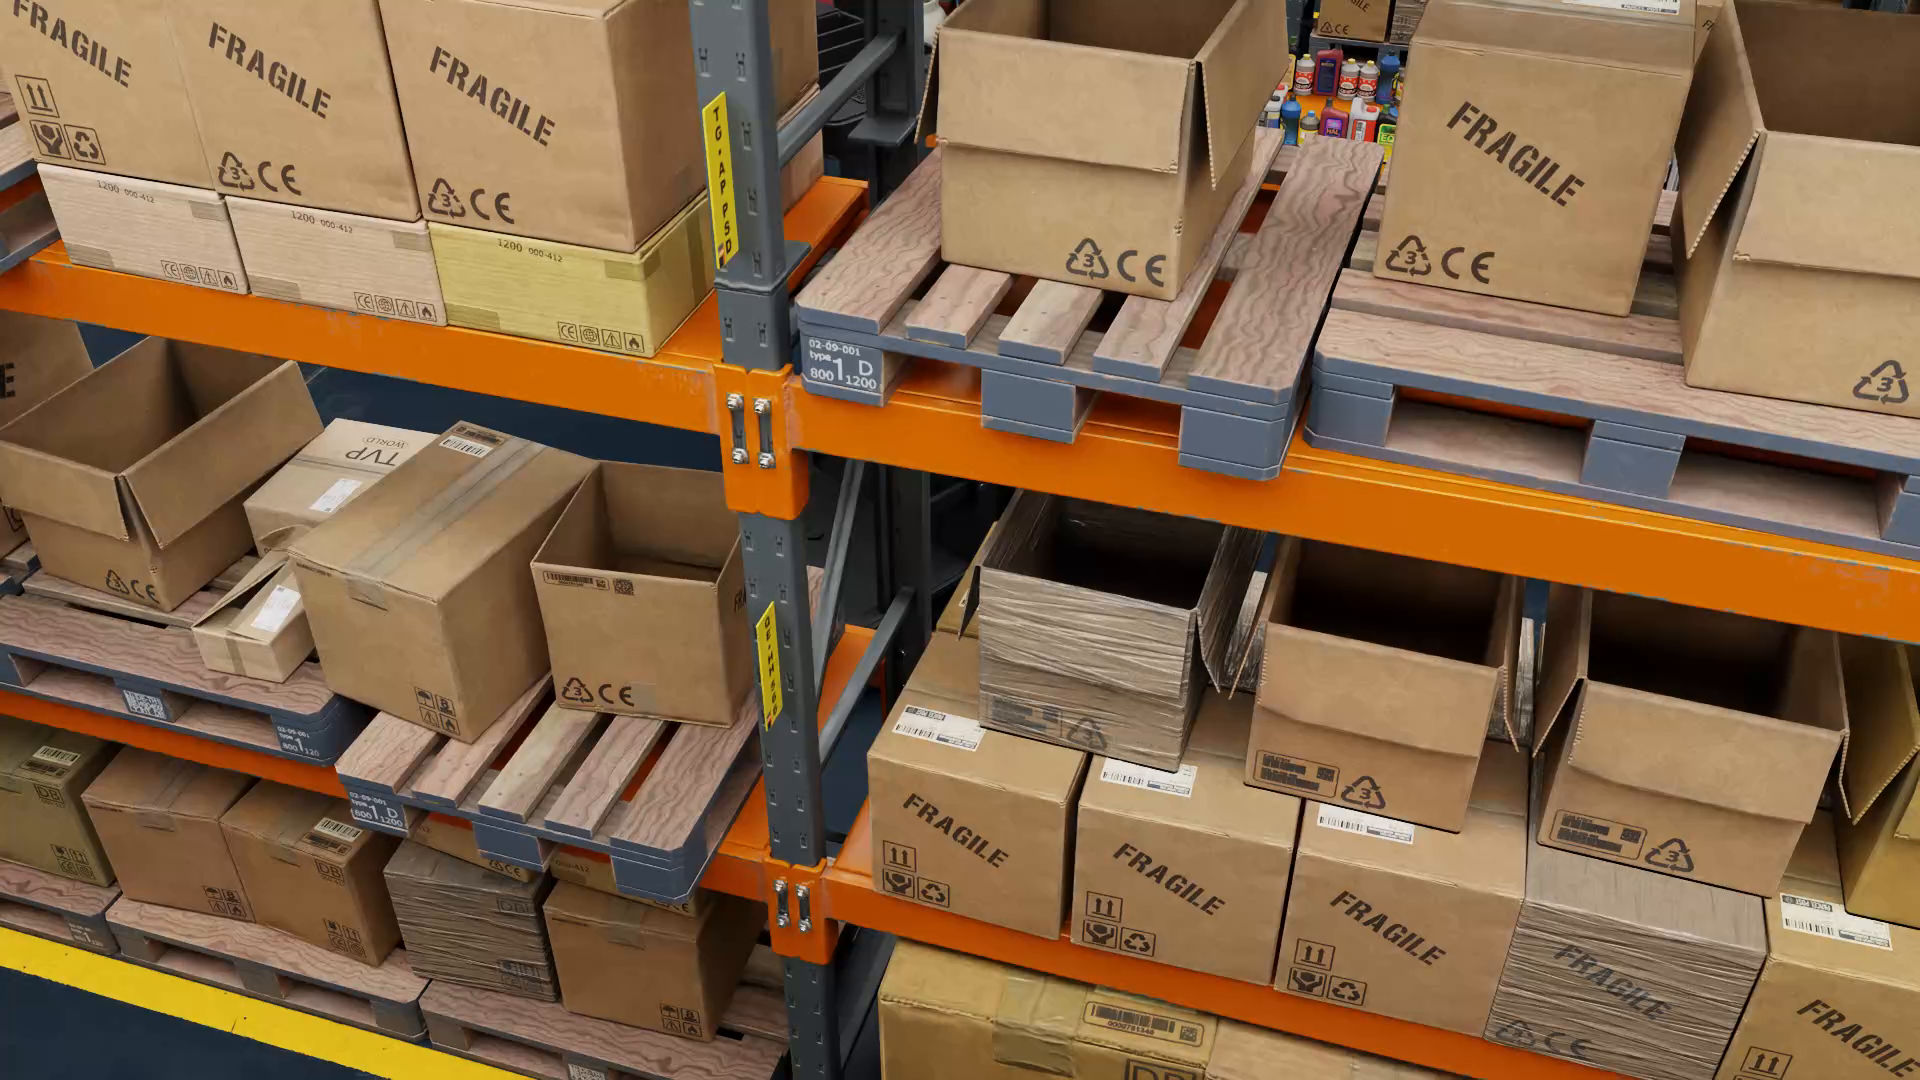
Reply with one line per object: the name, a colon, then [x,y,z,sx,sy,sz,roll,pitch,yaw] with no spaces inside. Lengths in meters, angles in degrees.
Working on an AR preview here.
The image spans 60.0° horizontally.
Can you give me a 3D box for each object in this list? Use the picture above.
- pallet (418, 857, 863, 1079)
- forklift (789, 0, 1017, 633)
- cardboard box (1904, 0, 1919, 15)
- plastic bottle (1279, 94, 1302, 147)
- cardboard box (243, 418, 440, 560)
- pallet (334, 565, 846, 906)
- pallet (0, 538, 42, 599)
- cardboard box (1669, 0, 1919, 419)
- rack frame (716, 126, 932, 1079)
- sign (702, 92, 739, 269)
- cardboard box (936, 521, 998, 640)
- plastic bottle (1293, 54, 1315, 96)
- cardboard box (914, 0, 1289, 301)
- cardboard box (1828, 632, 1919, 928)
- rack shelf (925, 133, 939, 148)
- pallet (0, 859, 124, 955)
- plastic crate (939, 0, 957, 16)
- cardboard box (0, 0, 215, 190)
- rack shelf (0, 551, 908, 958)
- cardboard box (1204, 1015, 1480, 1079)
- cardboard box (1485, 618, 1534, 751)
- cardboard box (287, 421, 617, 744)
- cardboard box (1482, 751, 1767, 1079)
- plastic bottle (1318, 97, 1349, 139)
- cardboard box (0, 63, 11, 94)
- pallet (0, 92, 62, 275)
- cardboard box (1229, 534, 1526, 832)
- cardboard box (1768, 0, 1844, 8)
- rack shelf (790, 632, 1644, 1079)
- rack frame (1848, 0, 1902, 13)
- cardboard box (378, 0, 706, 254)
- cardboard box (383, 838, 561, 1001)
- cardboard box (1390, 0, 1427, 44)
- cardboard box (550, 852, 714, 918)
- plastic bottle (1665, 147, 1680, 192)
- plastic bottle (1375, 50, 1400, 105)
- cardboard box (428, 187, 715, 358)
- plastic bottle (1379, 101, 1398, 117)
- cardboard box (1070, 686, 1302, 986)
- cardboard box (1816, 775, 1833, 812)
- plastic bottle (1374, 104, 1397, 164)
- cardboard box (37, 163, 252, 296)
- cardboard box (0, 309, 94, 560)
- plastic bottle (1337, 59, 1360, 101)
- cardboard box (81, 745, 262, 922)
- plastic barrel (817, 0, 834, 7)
pallet: [-1.038,1.408,5.659,1.213,0.211,1.003,10,38,14]
forklift: [-0.451,-0.925,6.534,3.031,2.935,1.130,-29,45,-34]
cardboard box: [7.112,-3.704,11.989,0.500,0.500,0.500,10,38,14]
plastic bottle: [1.604,-2.031,8.088,0.097,0.271,0.097,0,36,0]
cardboard box: [-1.823,-0.111,5.143,0.500,0.250,0.500,9,37,13]
pallet: [-1.004,0.435,4.790,1.003,0.211,1.213,10,38,14]
pallet: [-3.424,0.011,5.366,1.213,0.211,1.003,10,38,14]
cardboard box: [1.664,-0.646,3.125,0.637,0.503,0.797,10,38,13]
rack frame: [-0.292,0.424,4.644,0.127,3.000,1.000,10,38,14]
sign: [-0.456,-0.686,3.185,0.005,0.325,0.100,10,38,14]
cardboard box: [0.253,0.331,4.686,0.500,0.500,0.500,12,38,15]
plastic bottle: [1.803,-2.438,8.699,0.097,0.201,0.097,0,36,0]
cardboard box: [0.312,-0.928,3.508,0.637,0.503,0.797,13,38,17]
cardboard box: [2.262,0.450,3.677,0.637,0.503,0.797,11,38,14]
rack shelf: [-0.724,-2.442,9.145,4.000,0.370,1.077,10,38,14]
pallet: [-3.367,0.977,6.245,1.213,0.211,1.003,10,38,14]
plastic crate: [-0.266,-2.863,9.055,0.583,0.464,0.402,10,38,14]
cardboard box: [-1.783,-1.149,3.744,0.500,0.500,0.500,11,38,15]
rack shelf: [-2.201,0.360,5.337,4.000,0.370,1.077,10,38,14]
cardboard box: [1.209,1.406,4.747,0.875,0.875,1.225,11,38,14]
cardboard box: [1.224,0.512,4.440,0.500,0.500,0.500,9,37,12]
cardboard box: [-1.382,0.100,4.646,0.500,0.500,0.700,16,39,21]
cardboard box: [1.550,0.891,3.924,0.500,0.500,0.500,11,38,14]
plastic bottle: [1.801,-1.988,8.019,0.133,0.283,0.061,10,38,14]
cardboard box: [-2.291,-1.291,4.286,0.250,0.166,0.380,9,37,13]
pallet: [-2.562,-1.065,4.294,1.003,0.211,1.213,10,38,14]
cardboard box: [1.022,0.235,3.970,0.637,0.503,0.797,11,38,15]
cardboard box: [5.927,-3.569,11.806,0.500,0.500,0.500,10,38,14]
rack shelf: [1.617,1.067,4.377,4.000,0.370,1.077,10,38,14]
rack frame: [6.483,-4.474,11.298,0.127,3.000,1.000,10,38,14]
cardboard box: [-0.822,-0.969,3.499,0.500,0.500,0.500,11,38,15]
cardboard box: [-1.471,1.055,5.523,0.500,0.500,0.700,8,37,10]
cardboard box: [3.516,-4.019,12.418,0.500,0.500,0.500,9,37,12]
cardboard box: [-0.941,0.850,5.170,0.500,0.250,0.500,12,38,16]
plastic bottle: [3.350,-1.727,7.670,0.135,0.276,0.152,10,38,14]
plastic bottle: [2.209,-2.391,8.576,0.097,0.271,0.097,0,36,0]
cardboard box: [-0.819,-0.669,3.725,0.500,0.250,0.500,11,38,14]
plastic bottle: [2.064,-1.984,8.024,0.097,0.271,0.097,0,36,0]
cardboard box: [0.584,0.713,4.166,0.500,0.500,0.500,10,37,13]
cardboard box: [2.204,0.691,4.197,0.500,0.500,0.500,10,37,13]
plastic bottle: [2.057,-1.941,7.955,0.133,0.283,0.061,10,38,14]
cardboard box: [-1.775,-0.839,3.956,0.500,0.250,0.500,12,38,15]
cardboard box: [-3.394,-0.474,5.004,1.000,1.000,1.000,11,38,14]
plastic bottle: [2.023,-2.397,8.644,0.097,0.201,0.097,0,36,0]
cardboard box: [-2.547,0.861,5.788,0.500,0.500,0.700,7,37,10]
plastic barrel: [-0.672,-2.641,8.693,0.433,0.535,0.433,0,36,0]
